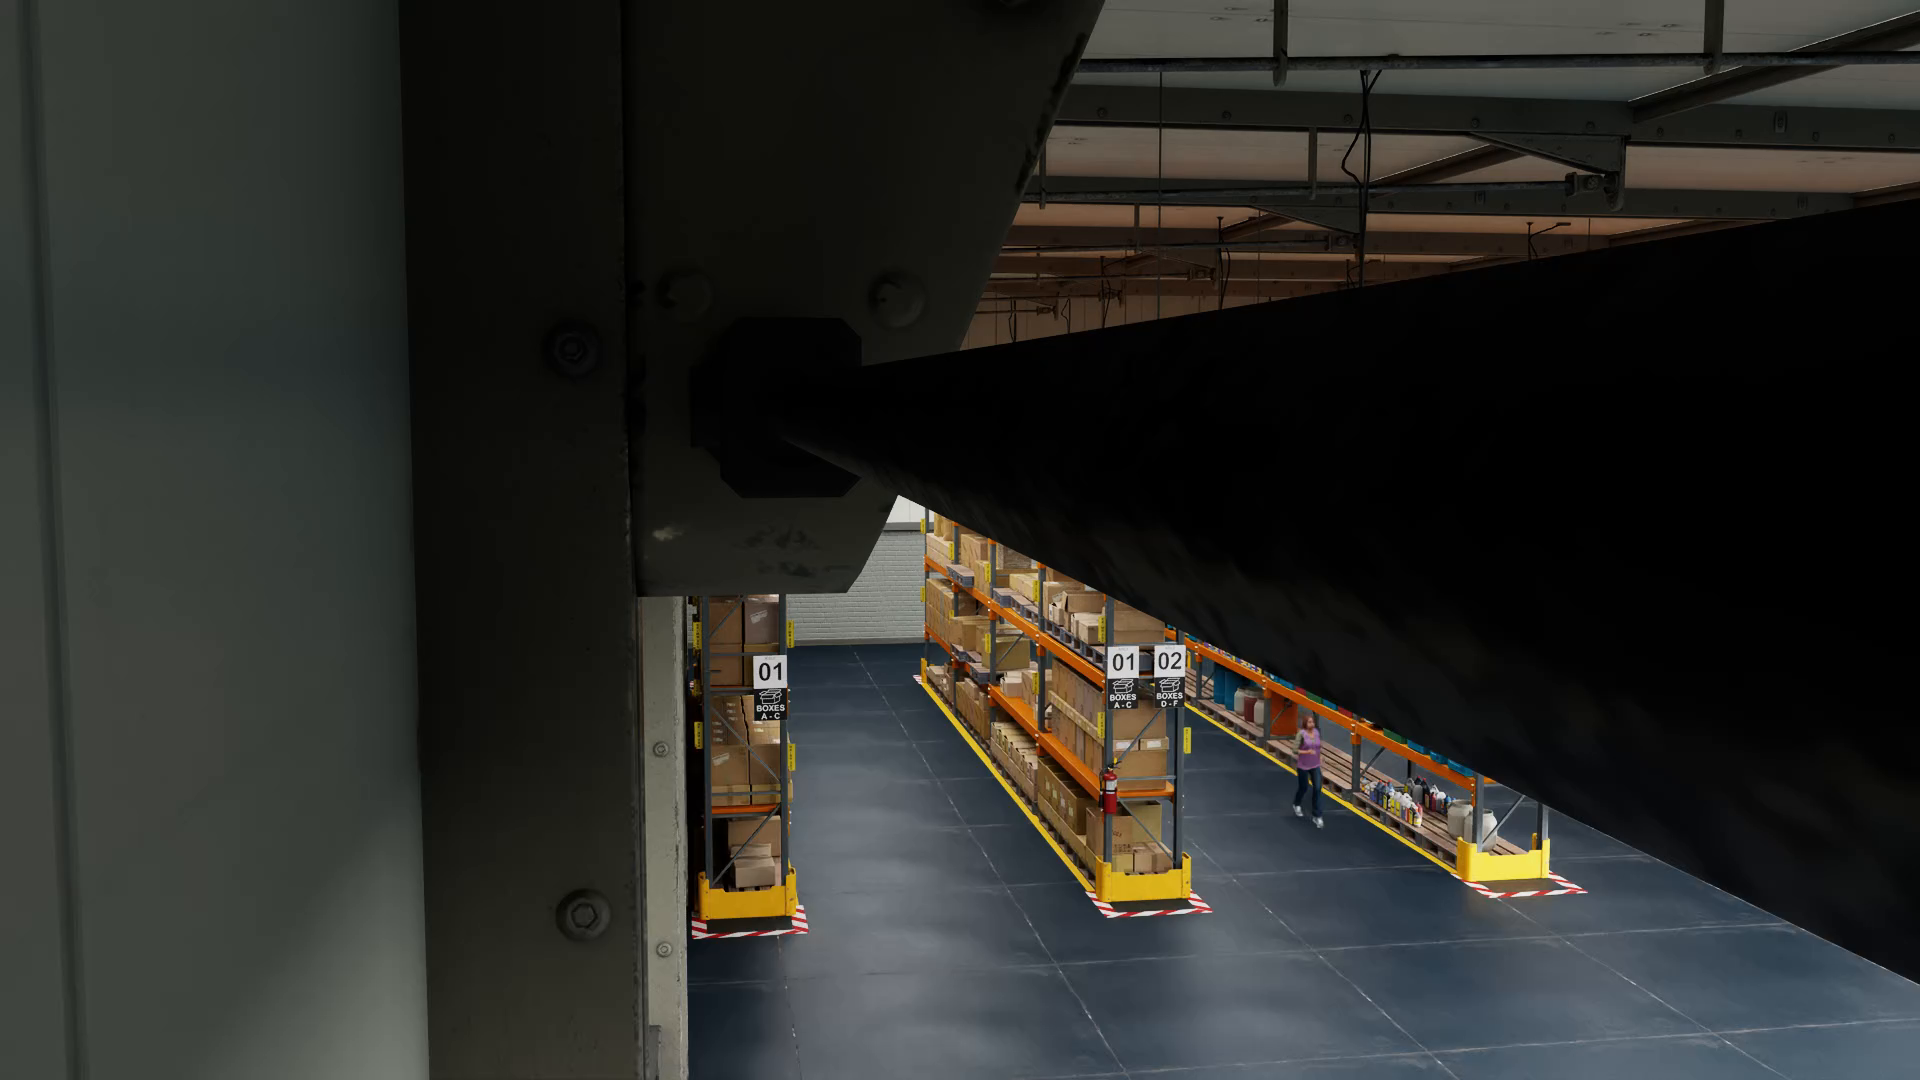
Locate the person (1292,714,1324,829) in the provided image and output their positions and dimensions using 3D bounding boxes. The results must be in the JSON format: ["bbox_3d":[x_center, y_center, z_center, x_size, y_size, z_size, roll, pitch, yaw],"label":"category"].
[{"bbox_3d":[5.119,3.362,24.477,0.531,1.621,0.805,-1,5,-11],"label":"person"}]

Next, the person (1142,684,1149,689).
[{"bbox_3d":[3.246,2.754,30.732,0.649,1.739,0.601,-2,5,-20],"label":"person"}]
